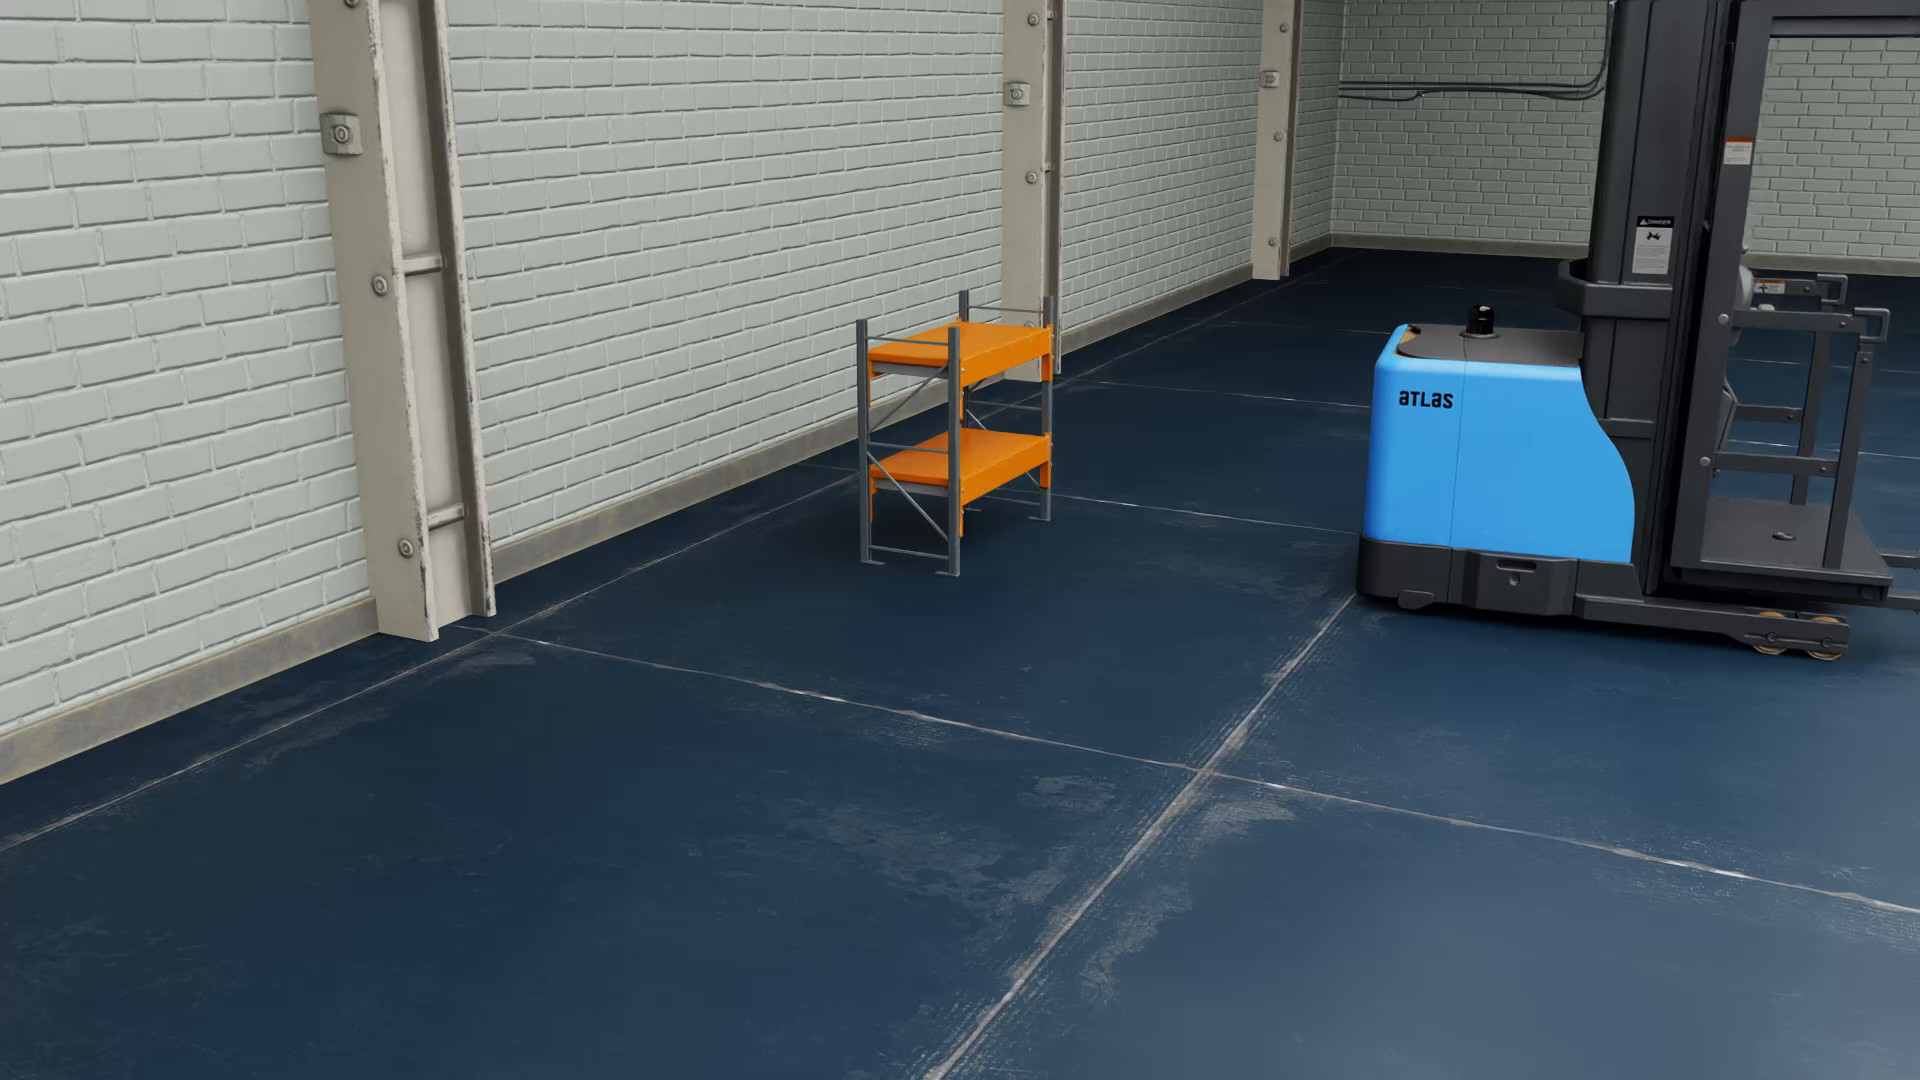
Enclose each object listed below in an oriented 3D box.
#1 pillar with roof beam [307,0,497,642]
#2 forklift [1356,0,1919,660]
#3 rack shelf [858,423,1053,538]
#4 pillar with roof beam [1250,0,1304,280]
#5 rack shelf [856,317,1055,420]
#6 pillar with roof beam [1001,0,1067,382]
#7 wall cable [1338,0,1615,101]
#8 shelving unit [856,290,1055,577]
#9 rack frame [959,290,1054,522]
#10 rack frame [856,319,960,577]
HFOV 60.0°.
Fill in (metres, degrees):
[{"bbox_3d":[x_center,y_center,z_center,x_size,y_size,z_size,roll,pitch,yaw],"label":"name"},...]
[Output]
[{"bbox_3d":[1.682,-3.428,3.761,9.100,9.000,0.400,8,18,25],"label":"pillar with roof beam"},{"bbox_3d":[3.260,-1.109,6.610,3.031,2.935,1.130,6,17,18],"label":"forklift"},{"bbox_3d":[-0.003,-0.303,7.928,0.538,0.278,1.000,8,18,25],"label":"rack shelf"},{"bbox_3d":[7.044,-6.485,14.052,9.100,9.000,0.400,8,18,25],"label":"pillar with roof beam"},{"bbox_3d":[-0.003,-0.818,7.775,0.538,0.278,1.000,8,18,25],"label":"rack shelf"},{"bbox_3d":[4.363,-4.956,8.906,9.100,9.000,0.400,8,18,25],"label":"pillar with roof beam"},{"bbox_3d":[5.692,-6.126,18.298,3.097,2.526,0.112,8,18,25],"label":"wall cable"},{"bbox_3d":[-0.003,-0.537,7.858,0.538,1.125,1.048,8,18,25],"label":"shelving unit"},{"bbox_3d":[0.224,-0.667,8.294,0.500,1.125,0.032,8,18,25],"label":"rack frame"},{"bbox_3d":[-0.230,-0.408,7.422,0.500,1.125,0.032,8,18,25],"label":"rack frame"}]
